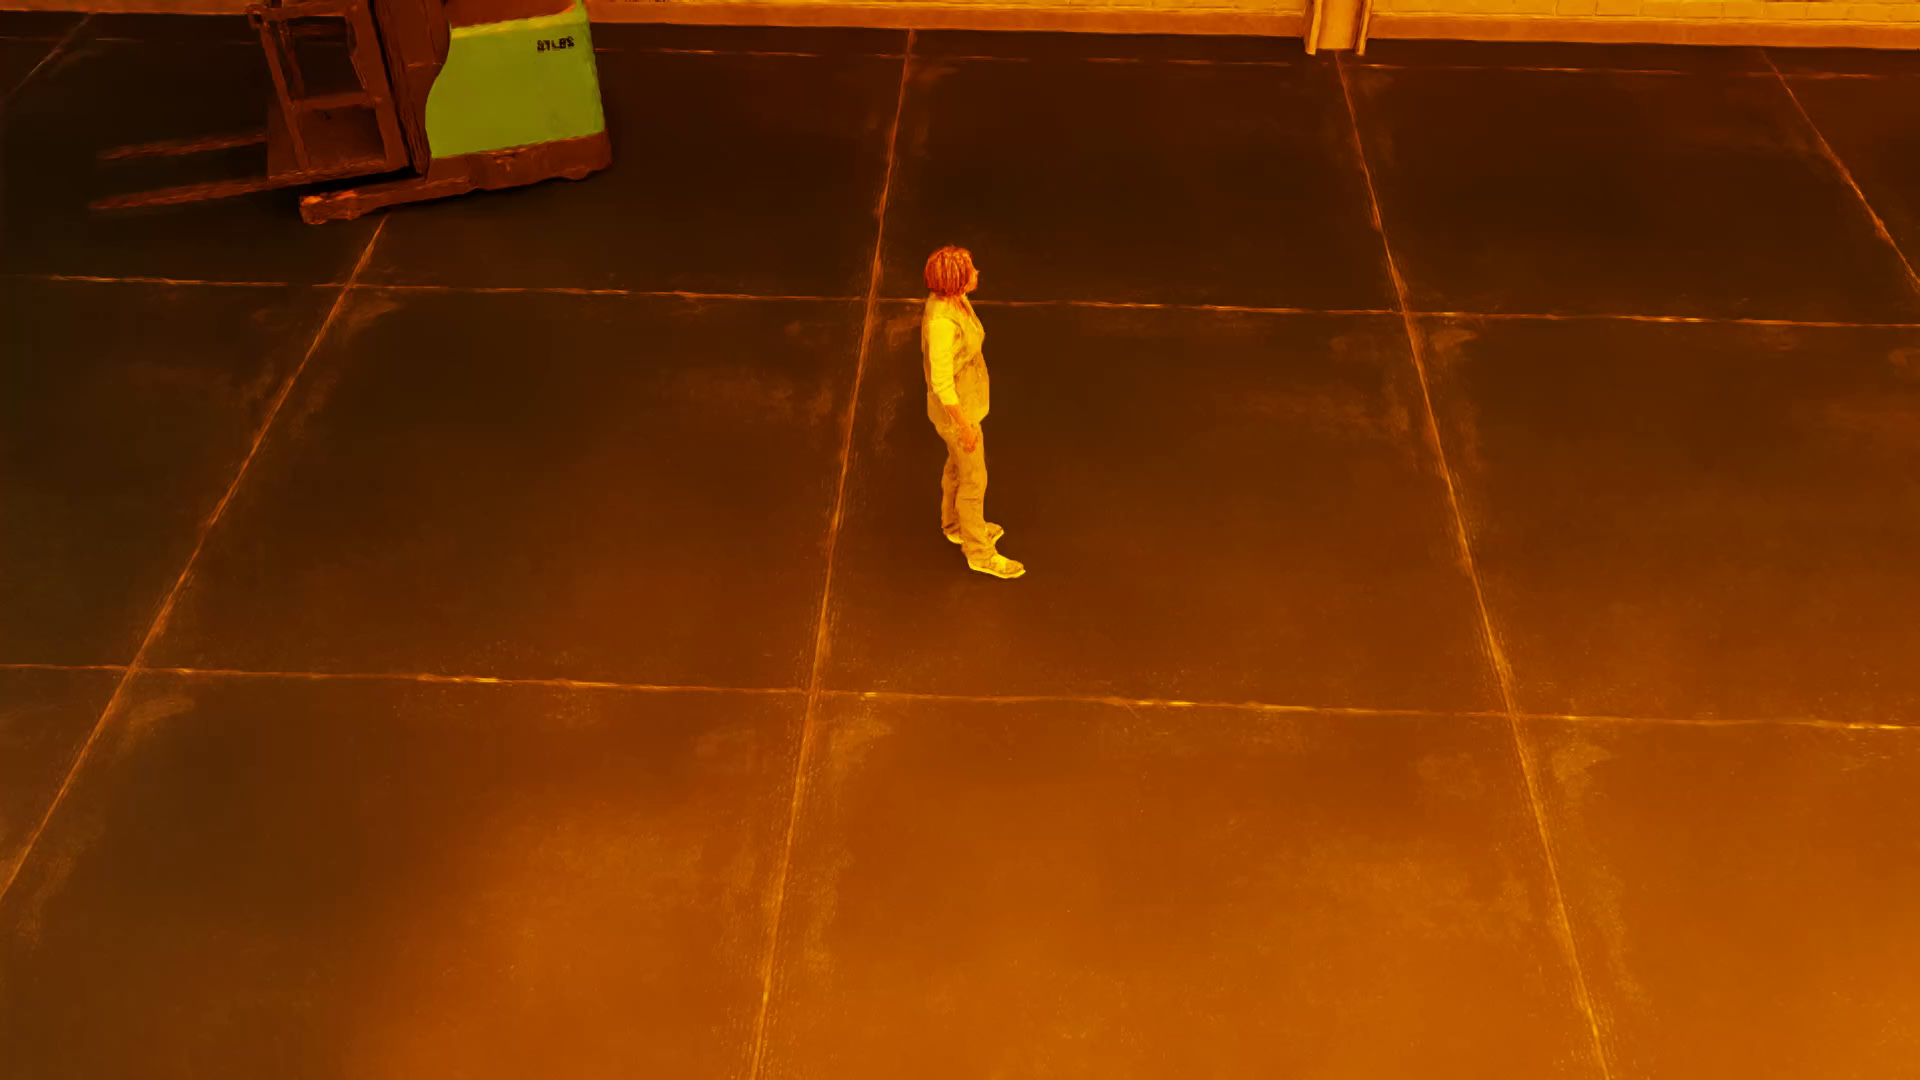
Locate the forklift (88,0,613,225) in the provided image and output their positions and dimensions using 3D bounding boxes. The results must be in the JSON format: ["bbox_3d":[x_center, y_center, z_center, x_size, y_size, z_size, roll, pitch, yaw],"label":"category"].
[{"bbox_3d":[-3.745,-3.377,9.442,3.031,2.935,1.130,-12,44,-13],"label":"forklift"}]

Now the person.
[{"bbox_3d":[0.073,-0.584,7.360,0.474,1.597,0.521,2,42,2],"label":"person"}]
